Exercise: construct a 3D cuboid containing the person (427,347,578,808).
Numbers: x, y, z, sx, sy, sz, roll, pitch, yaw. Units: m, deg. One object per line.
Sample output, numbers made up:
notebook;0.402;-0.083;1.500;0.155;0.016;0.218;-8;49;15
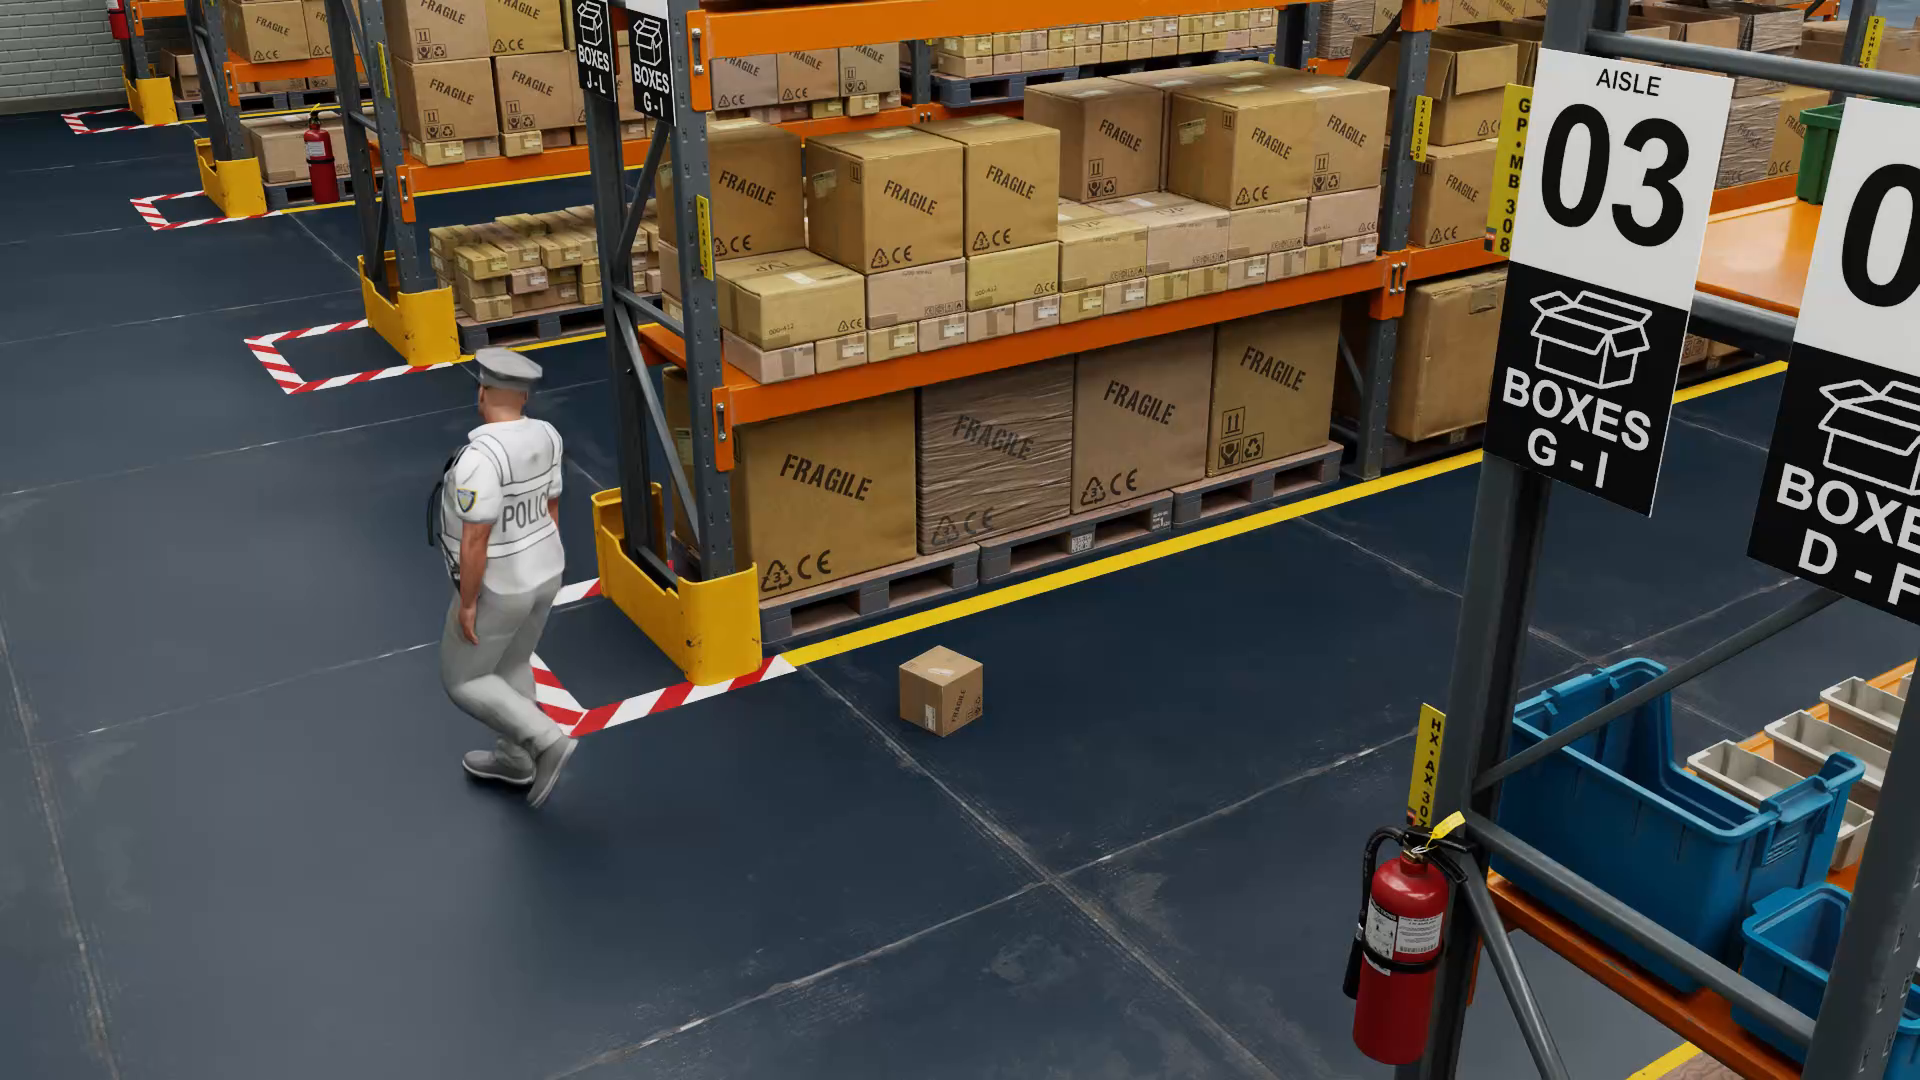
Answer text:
person;-1.674;0.151;6.239;0.625;1.723;0.568;9;27;19
